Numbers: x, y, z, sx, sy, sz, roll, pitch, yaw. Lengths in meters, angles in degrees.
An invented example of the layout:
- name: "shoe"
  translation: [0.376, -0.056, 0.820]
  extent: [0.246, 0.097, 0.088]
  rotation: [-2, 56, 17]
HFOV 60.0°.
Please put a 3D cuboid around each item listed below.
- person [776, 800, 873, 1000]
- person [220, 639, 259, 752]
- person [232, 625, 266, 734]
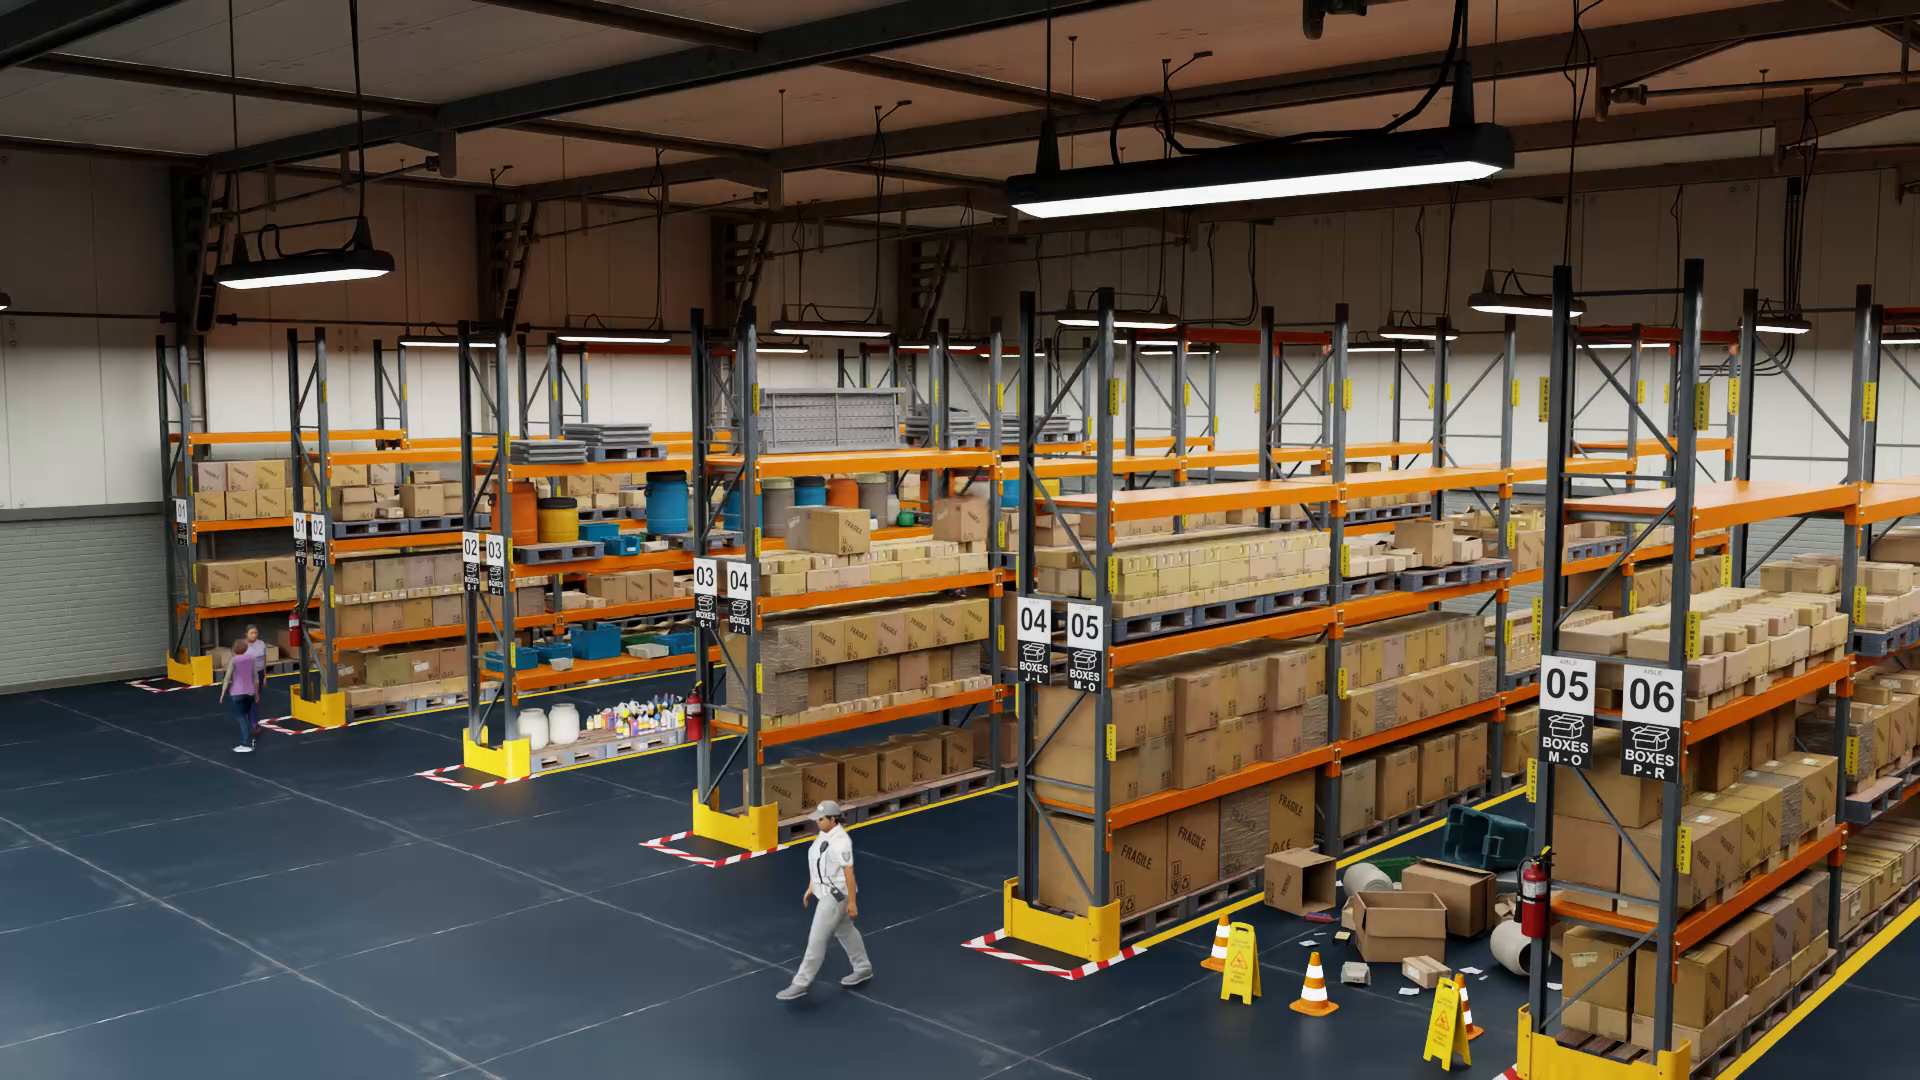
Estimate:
- name: "person"
  translation: [-1.163, 3.014, 14.081]
  extent: [0.927, 1.620, 0.552]
  rotation: [-2, 6, -20]
- name: "person"
  translation: [-10.067, 2.207, 23.298]
  extent: [0.384, 1.662, 0.470]
  rotation: [4, 7, 38]
- name: "person"
  translation: [-10.566, 2.047, 24.740]
  extent: [1.031, 1.572, 0.492]
  rotation: [5, 7, 44]
